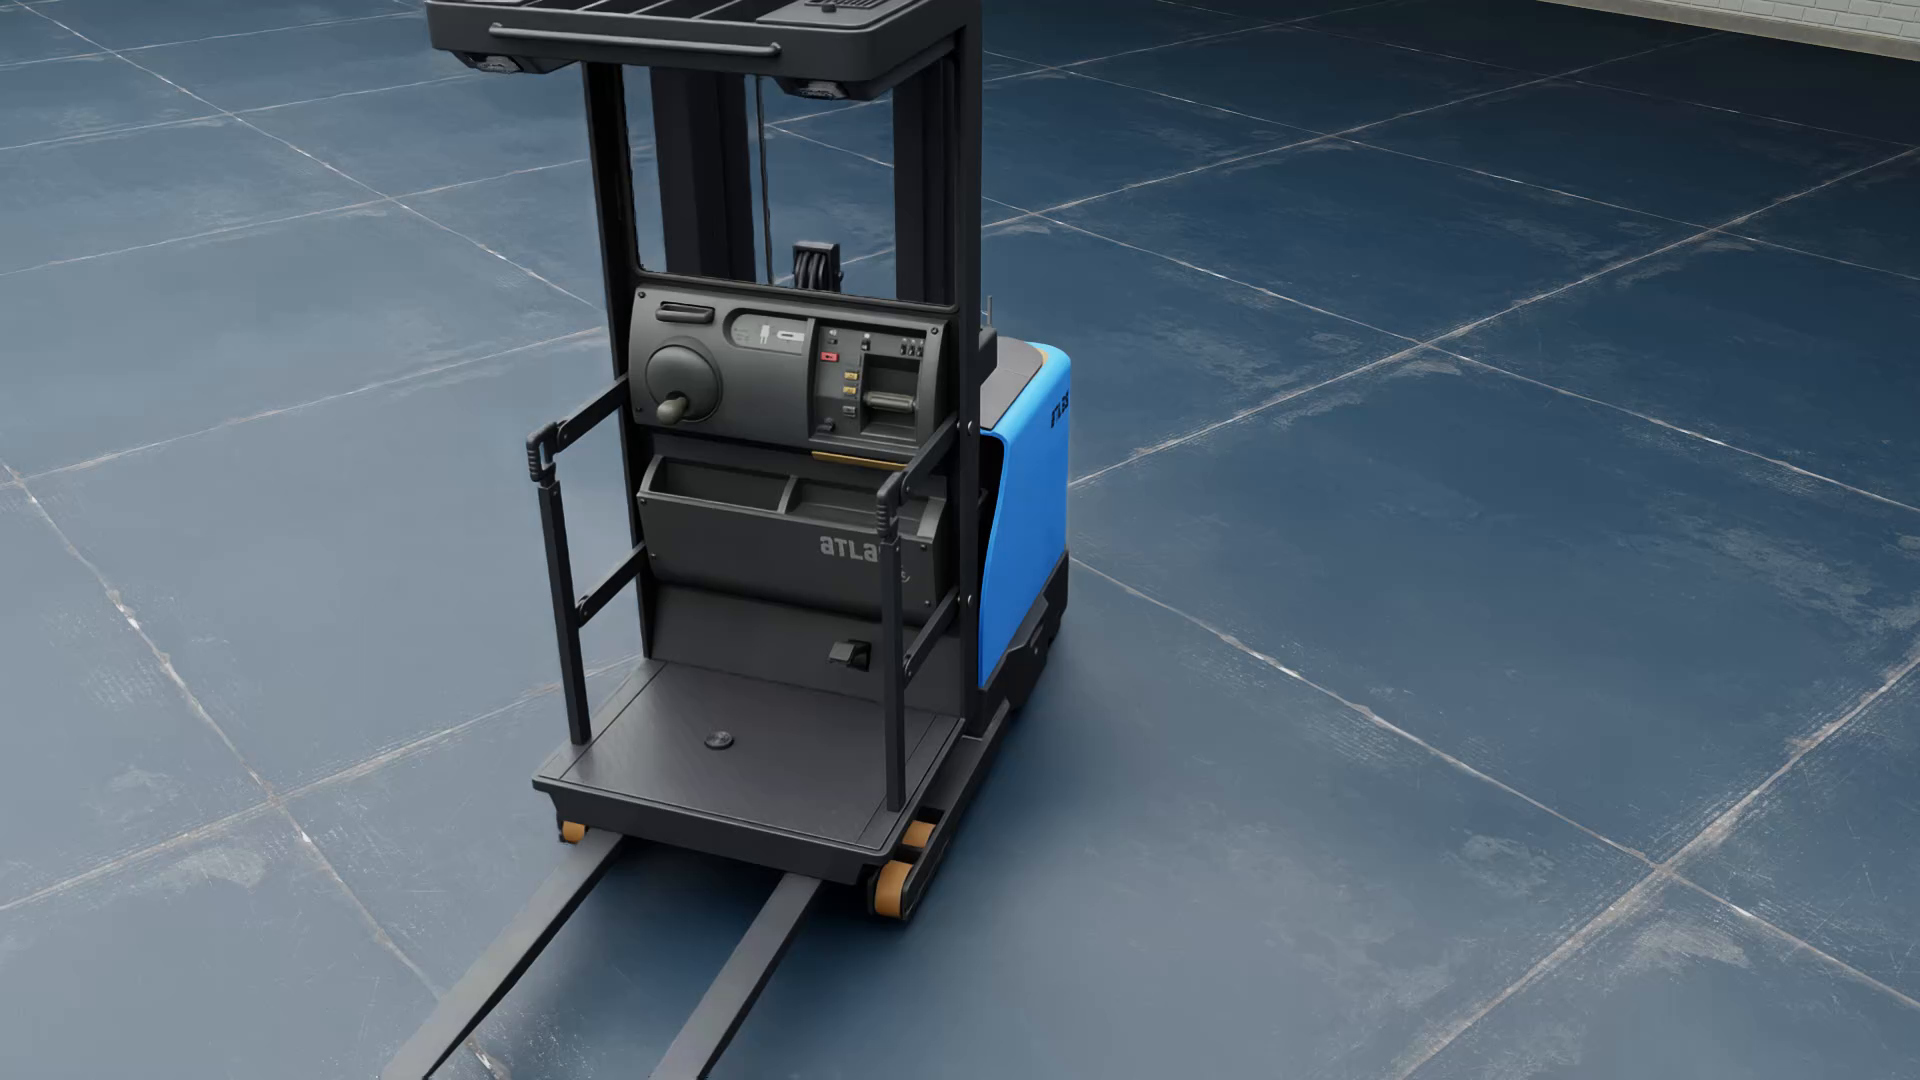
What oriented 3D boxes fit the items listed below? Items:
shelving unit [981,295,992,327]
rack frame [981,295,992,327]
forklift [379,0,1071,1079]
[{"bbox_3d":[-0.041,-0.447,6.472,0.252,1.050,0.215,-22,35,-35],"label":"shelving unit"},{"bbox_3d":[0.052,-0.484,6.542,0.008,1.050,0.200,-22,35,-35],"label":"rack frame"},{"bbox_3d":[-0.559,-0.430,4.445,1.130,2.935,3.031,9,29,16],"label":"forklift"}]
